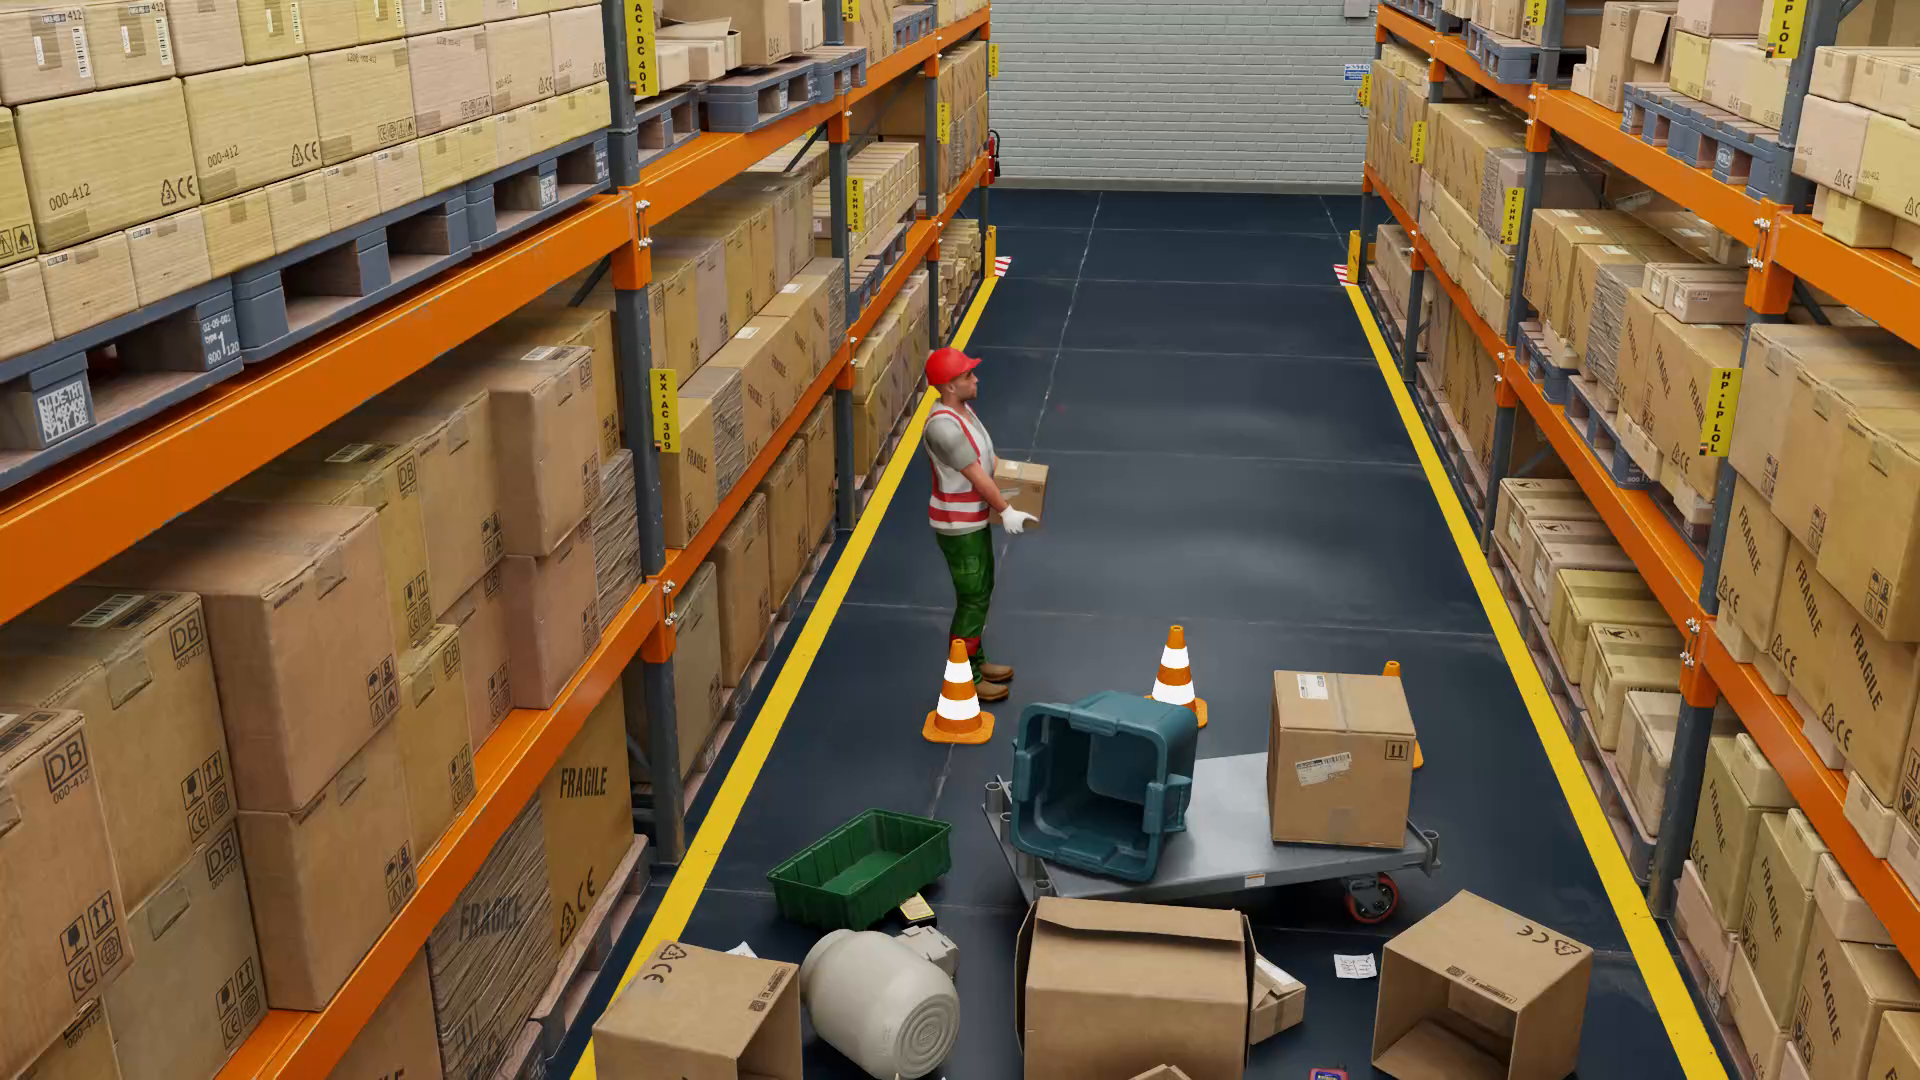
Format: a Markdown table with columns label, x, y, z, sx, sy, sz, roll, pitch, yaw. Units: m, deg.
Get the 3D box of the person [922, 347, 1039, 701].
| label | x | y | z | sx | sy | sz | roll | pitch | yaw |
| --- | --- | --- | --- | --- | --- | --- | --- | --- | --- |
| person | 0.115 | -0.080 | 8.266 | 0.573 | 1.782 | 0.494 | 3 | 21 | 7 |
